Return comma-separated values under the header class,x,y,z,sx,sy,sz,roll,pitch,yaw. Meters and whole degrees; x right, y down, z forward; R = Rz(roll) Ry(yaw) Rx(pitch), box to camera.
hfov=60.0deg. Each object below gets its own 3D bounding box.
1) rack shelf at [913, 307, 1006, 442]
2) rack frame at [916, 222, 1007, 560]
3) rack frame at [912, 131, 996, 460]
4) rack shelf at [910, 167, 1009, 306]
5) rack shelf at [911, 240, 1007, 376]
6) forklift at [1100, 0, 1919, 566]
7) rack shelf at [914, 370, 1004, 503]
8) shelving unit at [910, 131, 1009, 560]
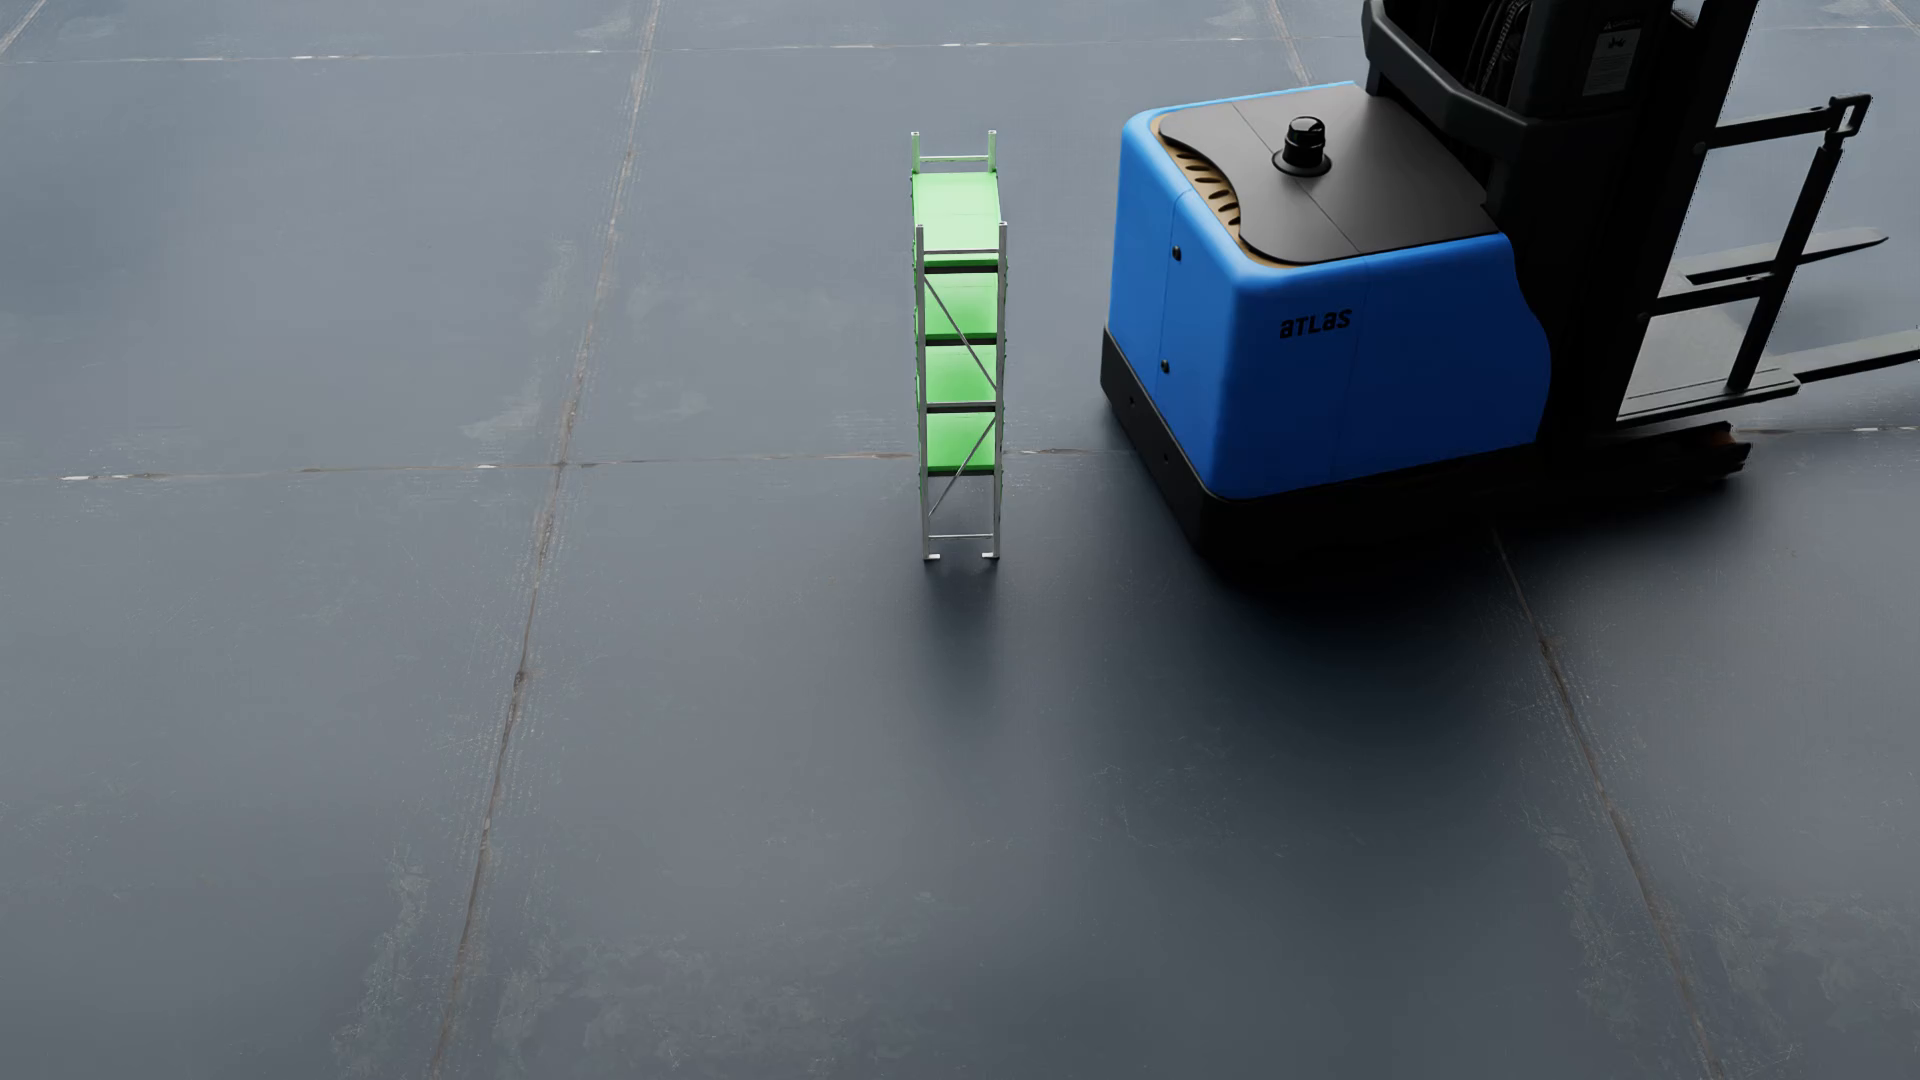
class,x,y,z,sx,sy,sz,roll,pitch,yaw
rack shelf,-0.007,-0.507,5.010,0.258,0.148,0.480,-2,43,-2
rack frame,0.003,-0.389,4.787,0.240,1.200,0.015,-2,43,-2
rack frame,-0.017,-0.719,5.146,0.240,1.200,0.015,-2,43,-2
rack shelf,-0.007,-0.861,4.685,0.258,0.148,0.480,-2,43,-2
rack shelf,-0.007,-0.684,4.848,0.258,0.148,0.480,-2,43,-2
forklift,2.058,-1.569,4.792,3.031,2.935,1.130,-11,44,-12
rack shelf,-0.007,-0.330,5.172,0.258,0.148,0.480,-2,43,-2
shelving unit,-0.007,-0.554,4.966,0.258,1.200,0.503,-2,43,-2
